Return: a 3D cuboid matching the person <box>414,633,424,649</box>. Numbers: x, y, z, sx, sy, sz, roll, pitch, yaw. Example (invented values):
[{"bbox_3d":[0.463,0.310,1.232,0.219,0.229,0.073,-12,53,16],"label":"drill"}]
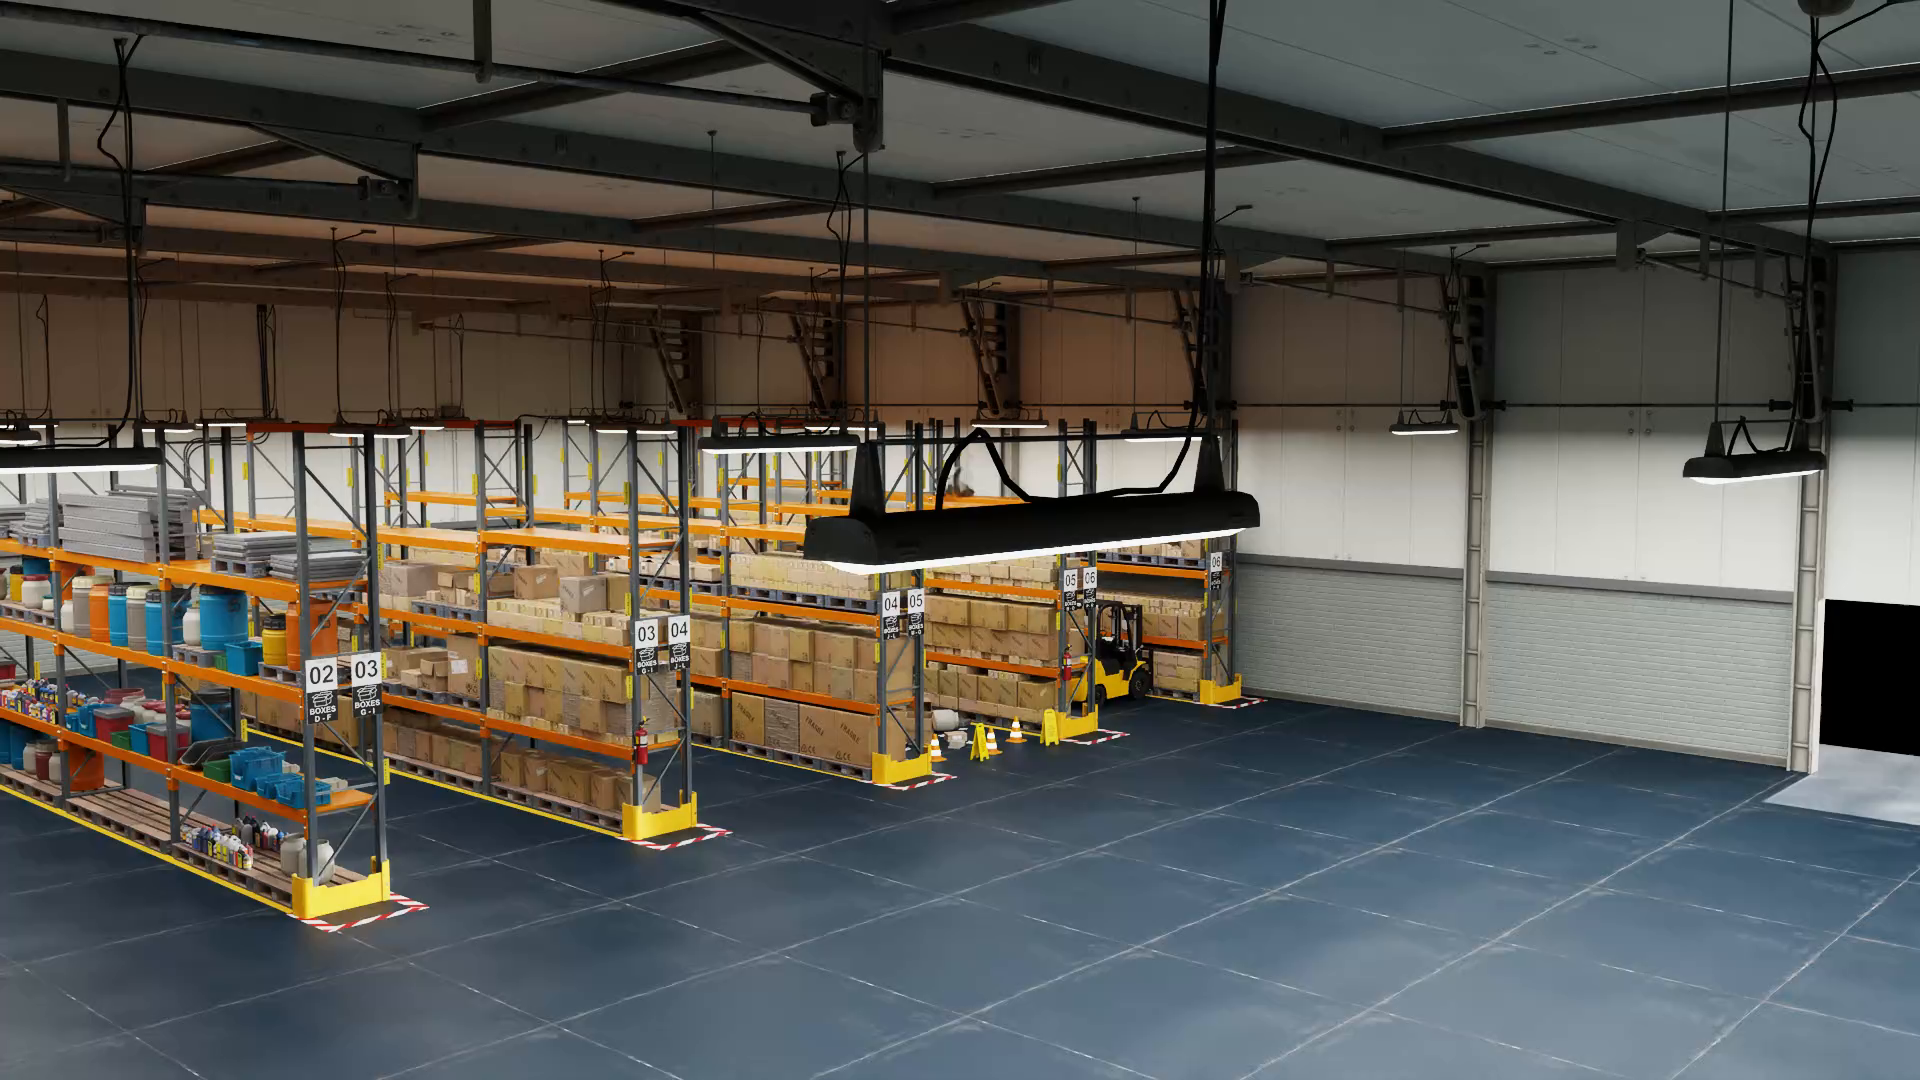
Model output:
[{"bbox_3d":[-13.015,2.209,40.128,0.582,1.719,0.759,1,5,7],"label":"person"}]
